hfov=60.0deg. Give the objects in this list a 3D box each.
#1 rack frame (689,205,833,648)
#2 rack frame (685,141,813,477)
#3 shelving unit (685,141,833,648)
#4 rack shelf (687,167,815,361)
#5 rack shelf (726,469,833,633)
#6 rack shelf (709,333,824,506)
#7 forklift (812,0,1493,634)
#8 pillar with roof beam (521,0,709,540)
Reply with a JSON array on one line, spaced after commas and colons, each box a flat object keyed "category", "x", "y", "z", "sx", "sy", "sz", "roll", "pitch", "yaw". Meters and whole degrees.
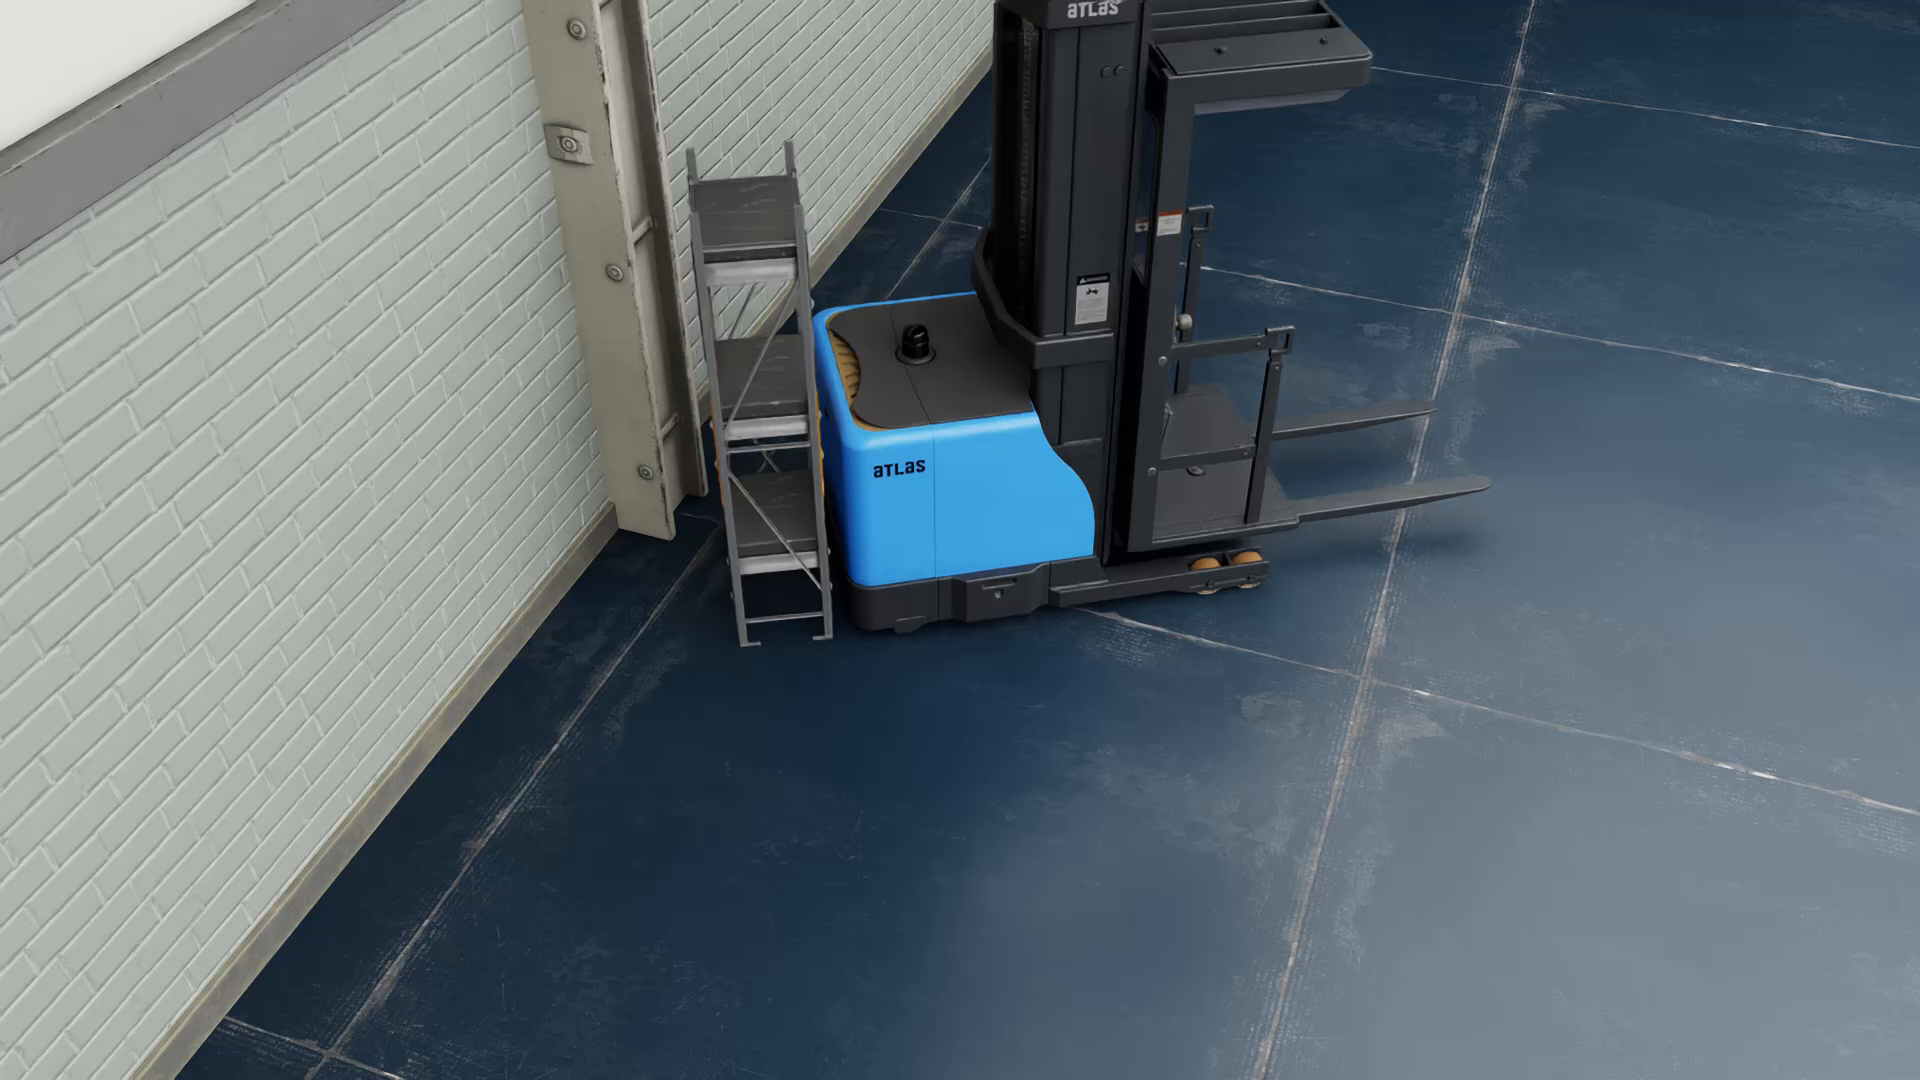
[{"category": "rack frame", "x": -0.749, "y": -0.358, "z": 6.506, "sx": 0.400, "sy": 2.100, "sz": 0.015, "roll": -6, "pitch": 41, "yaw": -6}, {"category": "rack frame", "x": -0.822, "y": -0.672, "z": 6.873, "sx": 0.400, "sy": 2.100, "sz": 0.015, "roll": -6, "pitch": 41, "yaw": -6}, {"category": "shelving unit", "x": -0.785, "y": -0.515, "z": 6.689, "sx": 0.431, "sy": 2.100, "sz": 0.503, "roll": -6, "pitch": 41, "yaw": -6}, {"category": "rack shelf", "x": -0.785, "y": -1.037, "z": 6.243, "sx": 0.431, "sy": 0.518, "sz": 0.480, "roll": -6, "pitch": 41, "yaw": -6}, {"category": "rack shelf", "x": -0.786, "y": 0.028, "z": 7.153, "sx": 0.431, "sy": 0.518, "sz": 0.480, "roll": -6, "pitch": 41, "yaw": -6}, {"category": "rack shelf", "x": -0.785, "y": -0.505, "z": 6.698, "sx": 0.431, "sy": 0.518, "sz": 0.480, "roll": -6, "pitch": 41, "yaw": -6}, {"category": "forklift", "x": 0.906, "y": -1.200, "z": 6.852, "sx": 3.031, "sy": 2.935, "sz": 1.130, "roll": -8, "pitch": 41, "yaw": -9}, {"category": "pillar with roof beam", "x": 2.630, "y": -2.620, "z": 3.841, "sx": 9.100, "sy": 9.000, "sz": 0.400, "roll": 13, "pitch": 42, "yaw": 15}]
